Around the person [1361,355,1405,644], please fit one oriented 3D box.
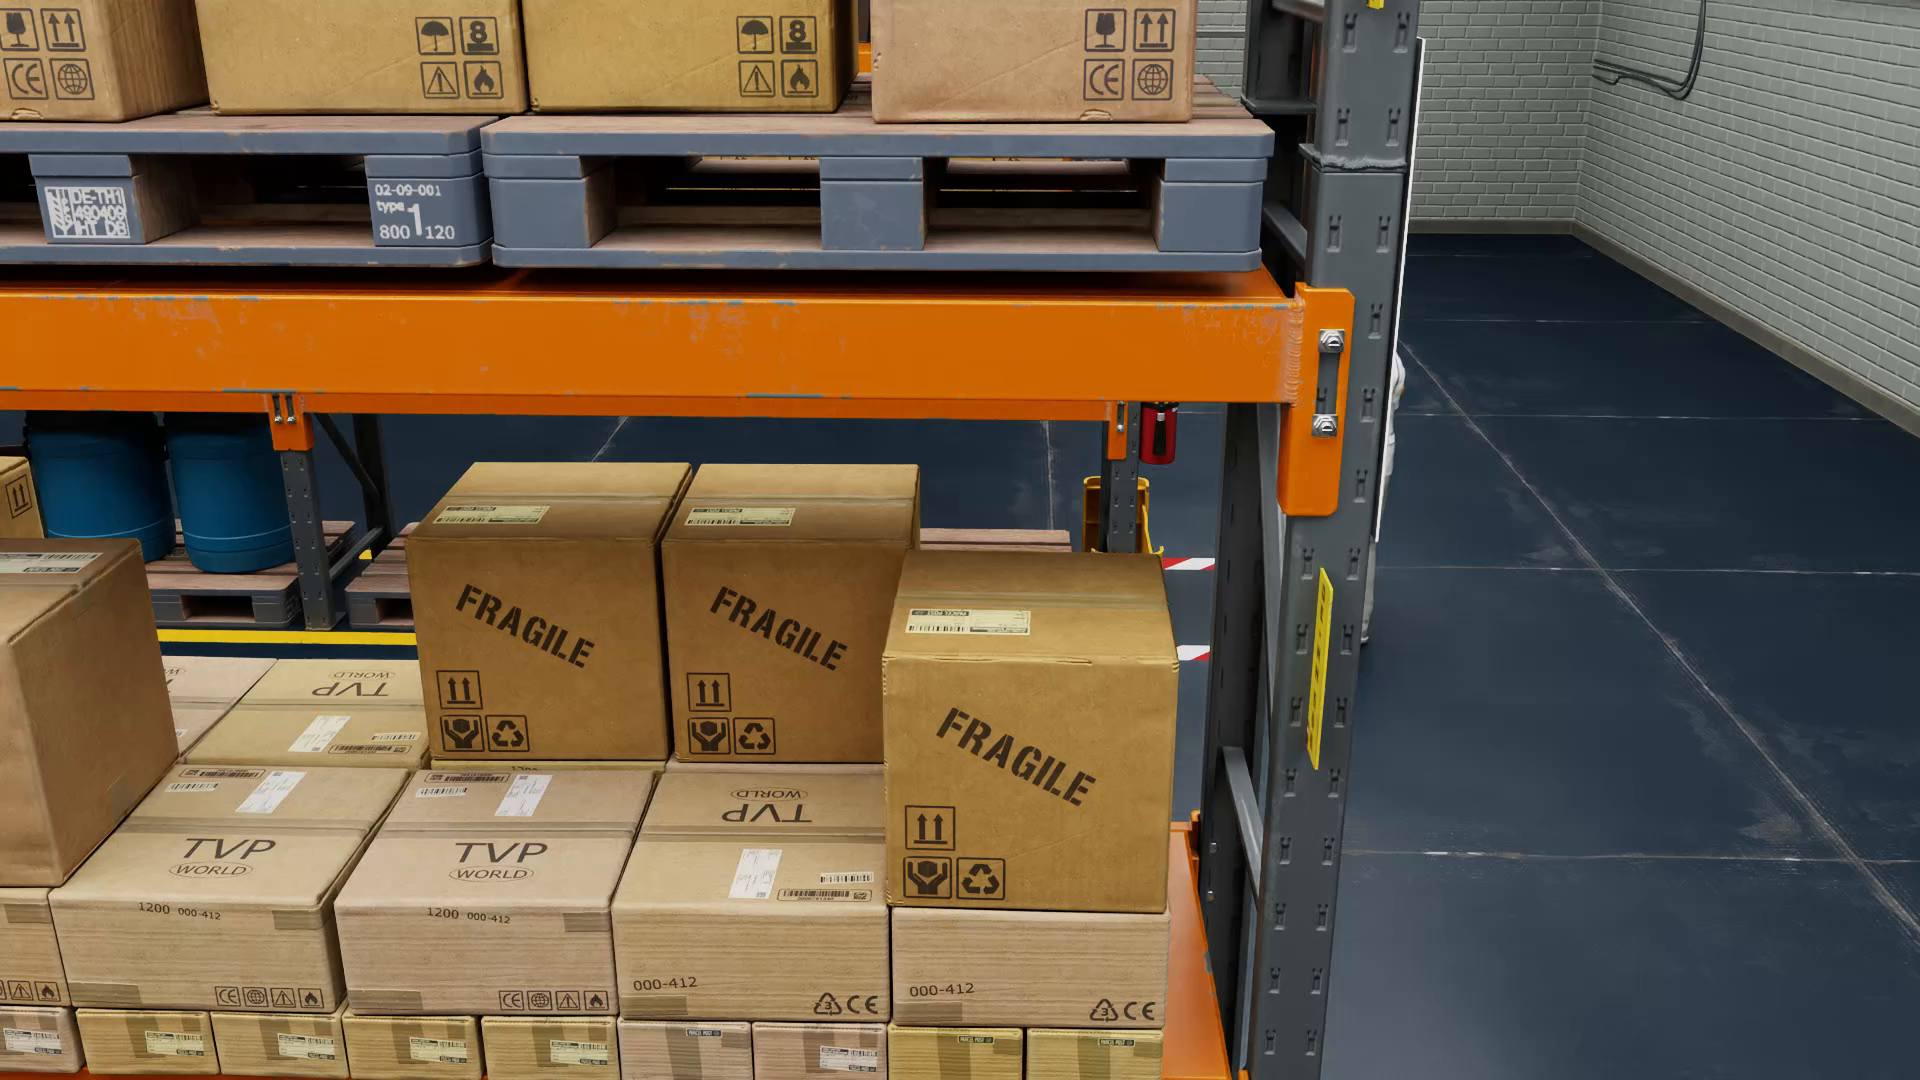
[{"bbox_3d":[1.815,-0.353,7.990,0.494,1.761,0.562,-1,21,-3],"label":"person"}]
